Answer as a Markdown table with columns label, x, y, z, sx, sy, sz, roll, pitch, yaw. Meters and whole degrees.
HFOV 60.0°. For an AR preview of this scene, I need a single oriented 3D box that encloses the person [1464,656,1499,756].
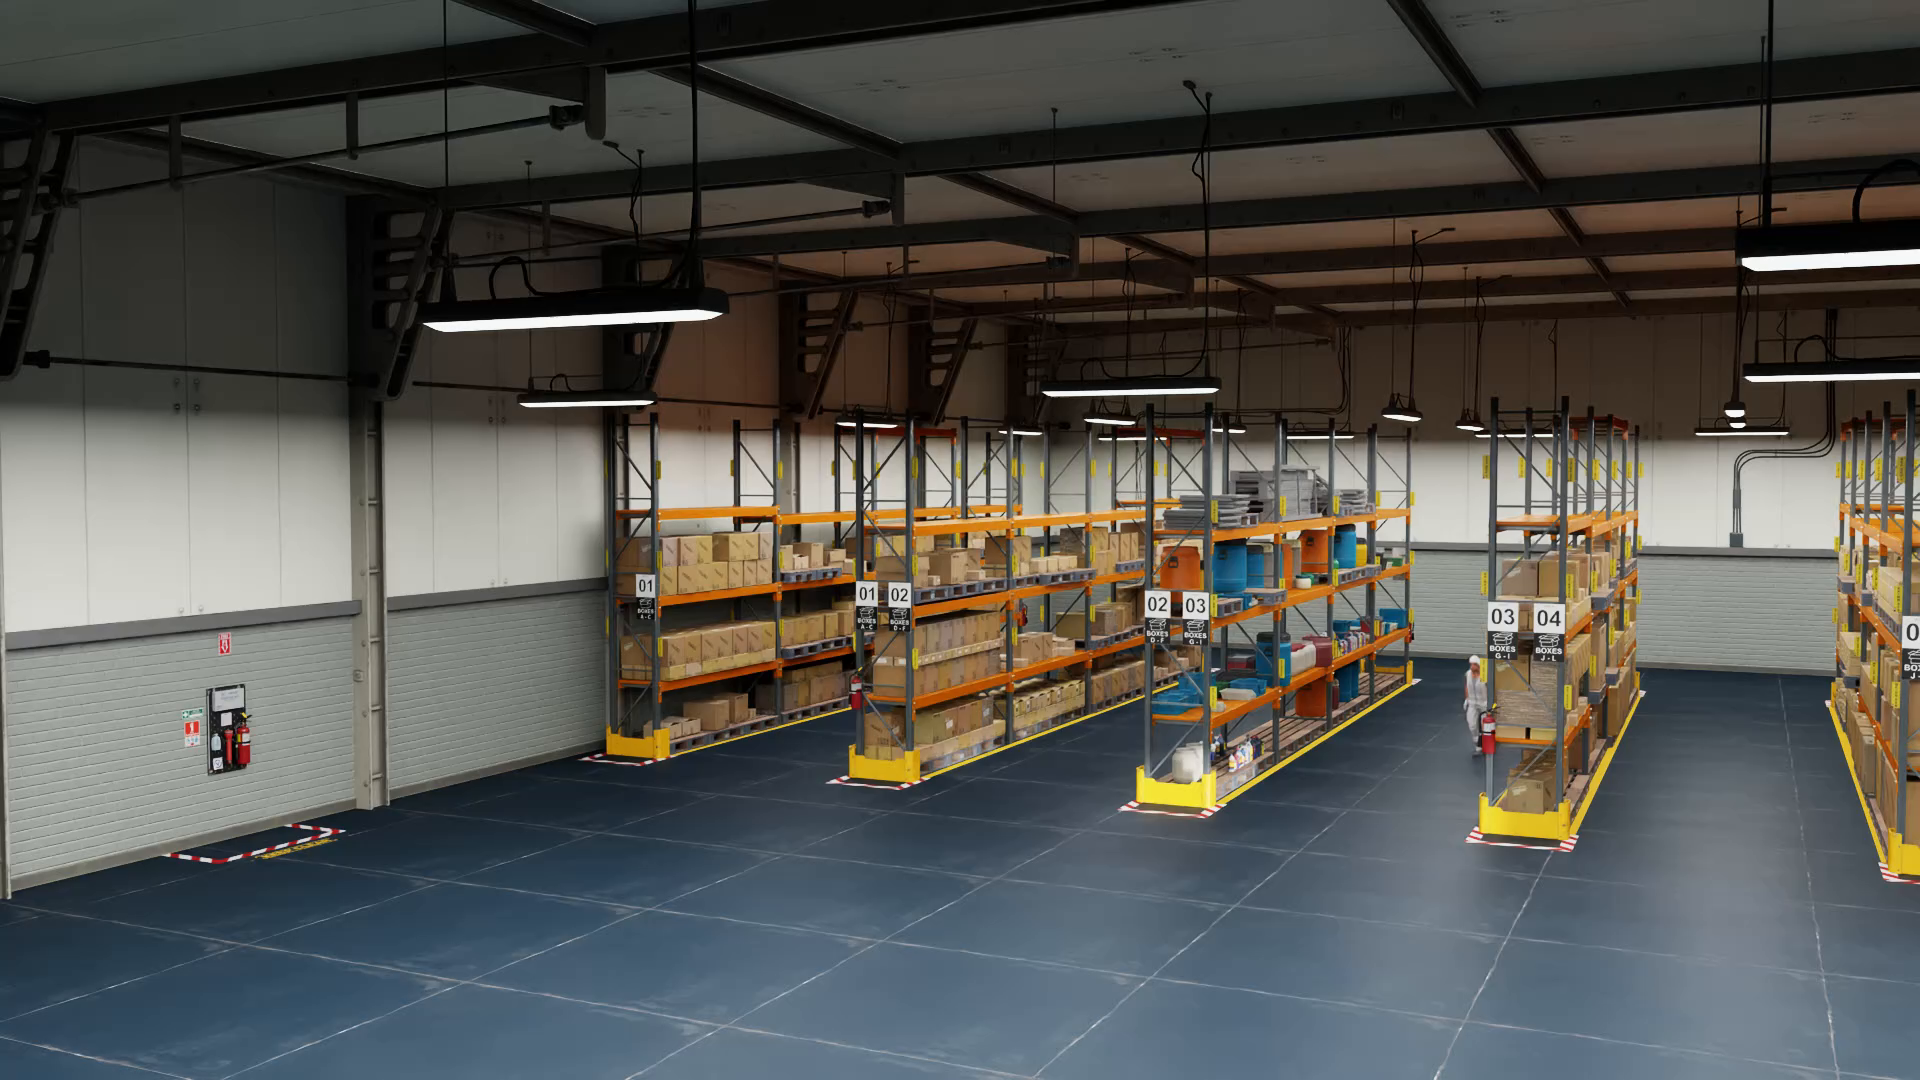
| label | x | y | z | sx | sy | sz | roll | pitch | yaw |
| --- | --- | --- | --- | --- | --- | --- | --- | --- | --- |
| person | 9.180 | 2.896 | 29.278 | 0.604 | 1.757 | 0.738 | 2 | 3 | 40 |
